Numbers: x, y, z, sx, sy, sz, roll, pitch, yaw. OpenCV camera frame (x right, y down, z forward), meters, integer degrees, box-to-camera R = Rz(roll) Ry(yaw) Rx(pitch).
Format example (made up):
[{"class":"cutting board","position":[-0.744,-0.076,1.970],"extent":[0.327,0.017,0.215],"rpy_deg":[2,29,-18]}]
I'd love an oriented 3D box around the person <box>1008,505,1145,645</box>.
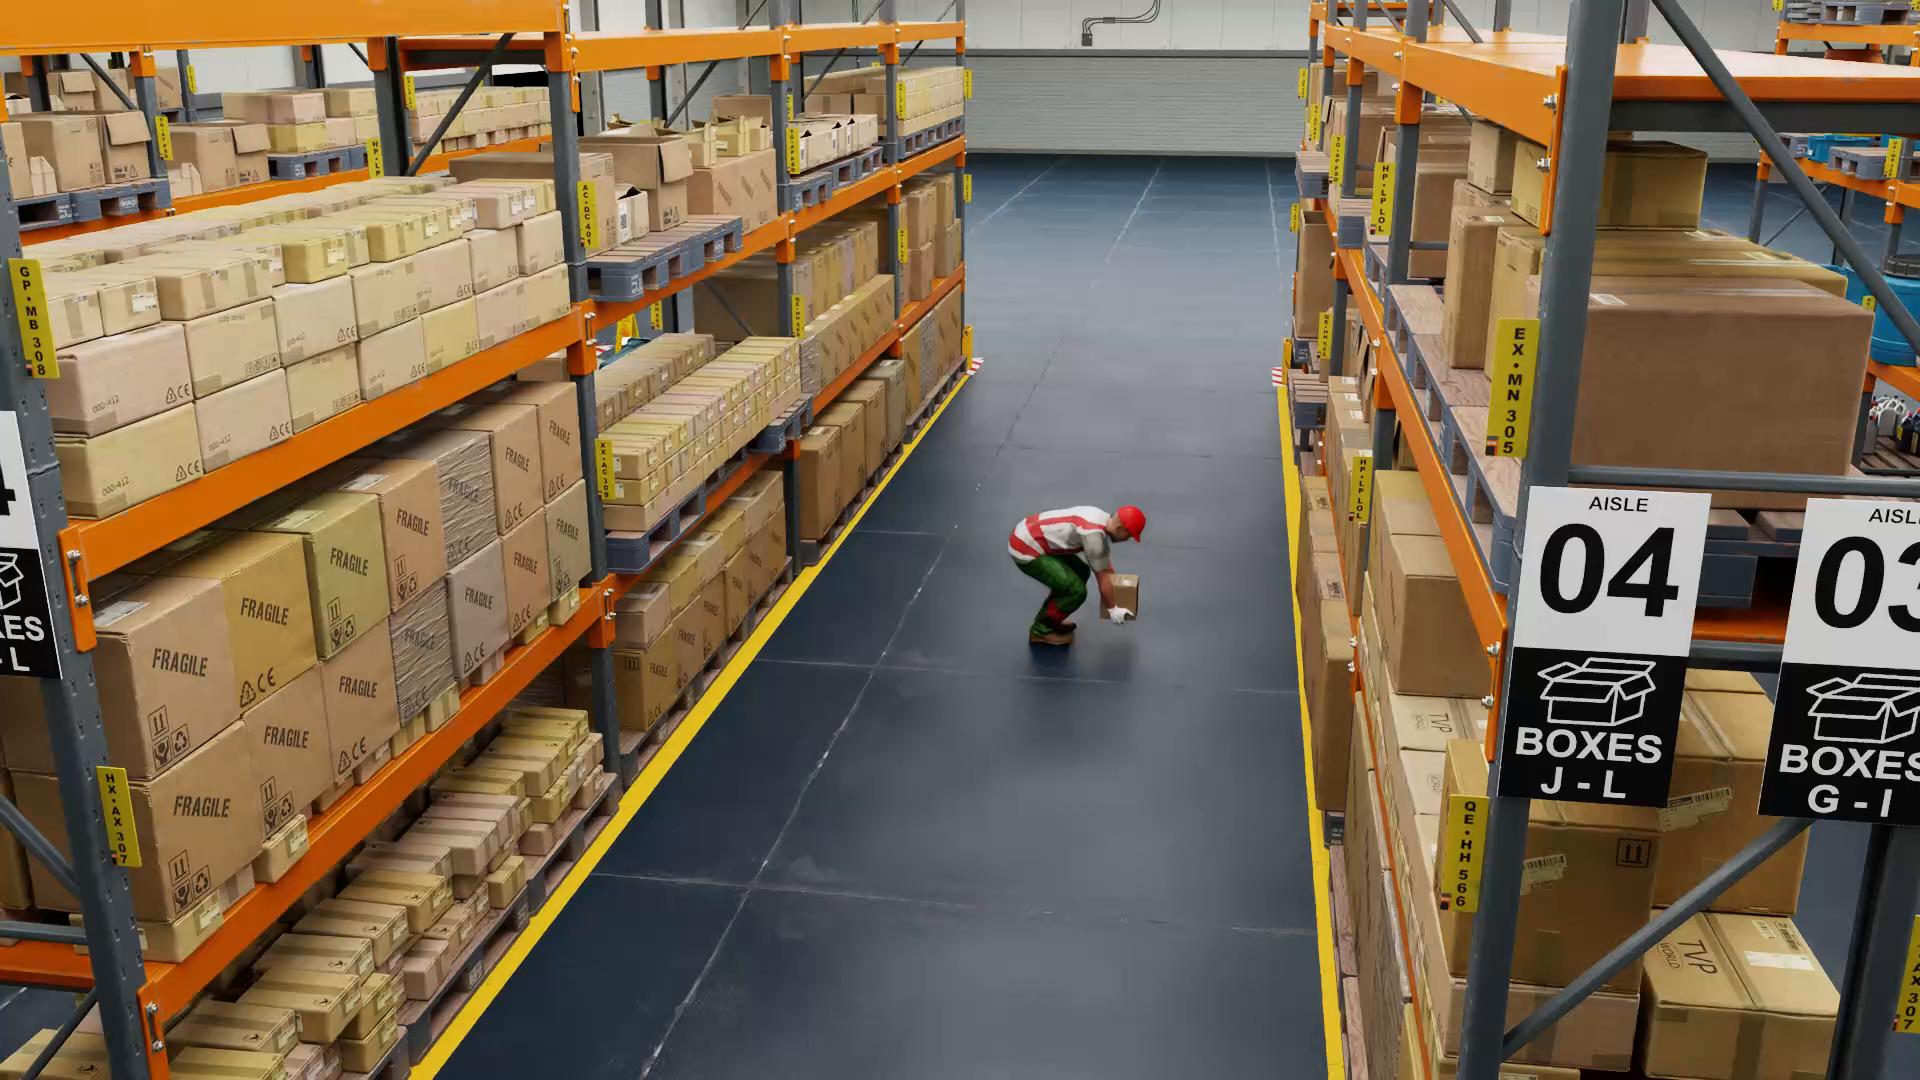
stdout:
[{"class":"person","position":[0.808,0.225,11.632],"extent":[0.946,0.985,0.535],"rpy_deg":[2,18,7]}]
